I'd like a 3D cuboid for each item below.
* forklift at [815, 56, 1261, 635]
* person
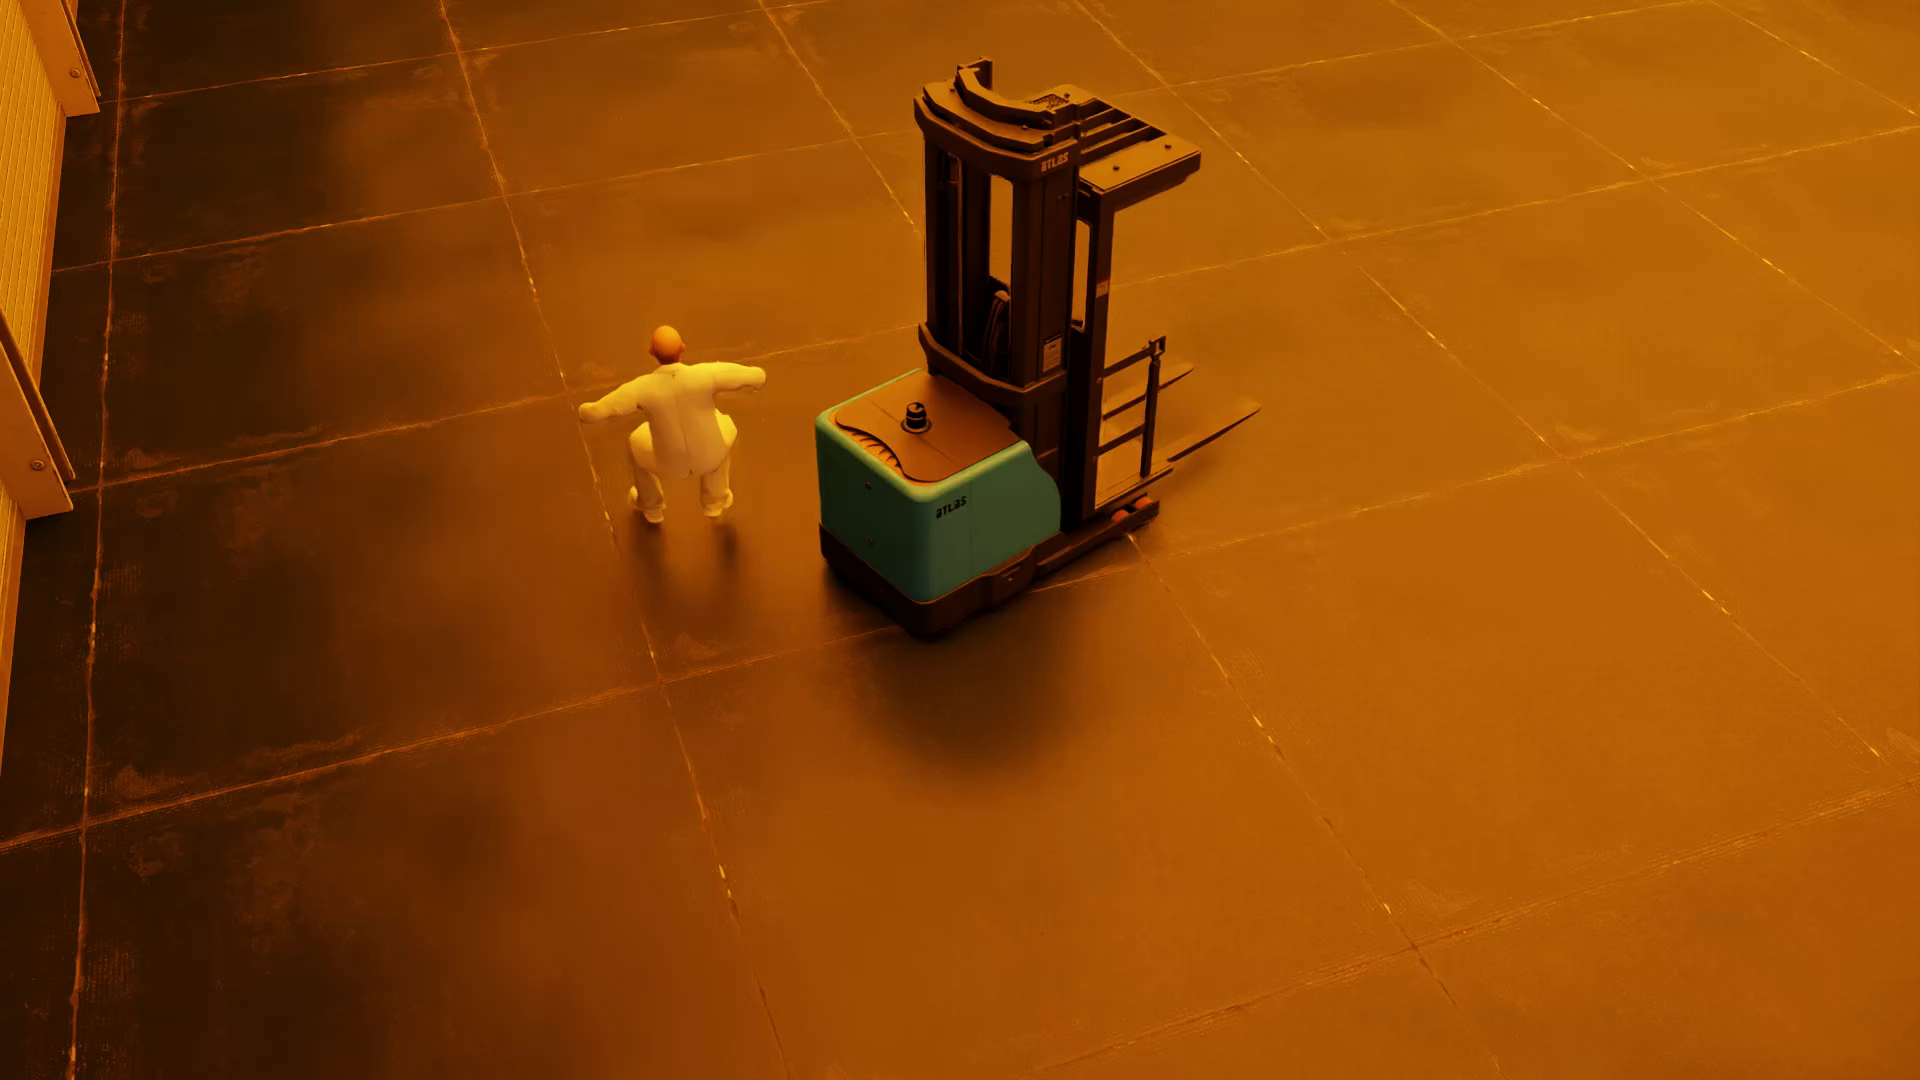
[{"bbox_3d":[0.615,-1.378,9.638,3.031,2.935,1.130,-28,48,-29],"label":"forklift"},{"bbox_3d":[-1.676,-0.692,9.803,1.092,1.522,0.720,-6,40,-8],"label":"person"}]
